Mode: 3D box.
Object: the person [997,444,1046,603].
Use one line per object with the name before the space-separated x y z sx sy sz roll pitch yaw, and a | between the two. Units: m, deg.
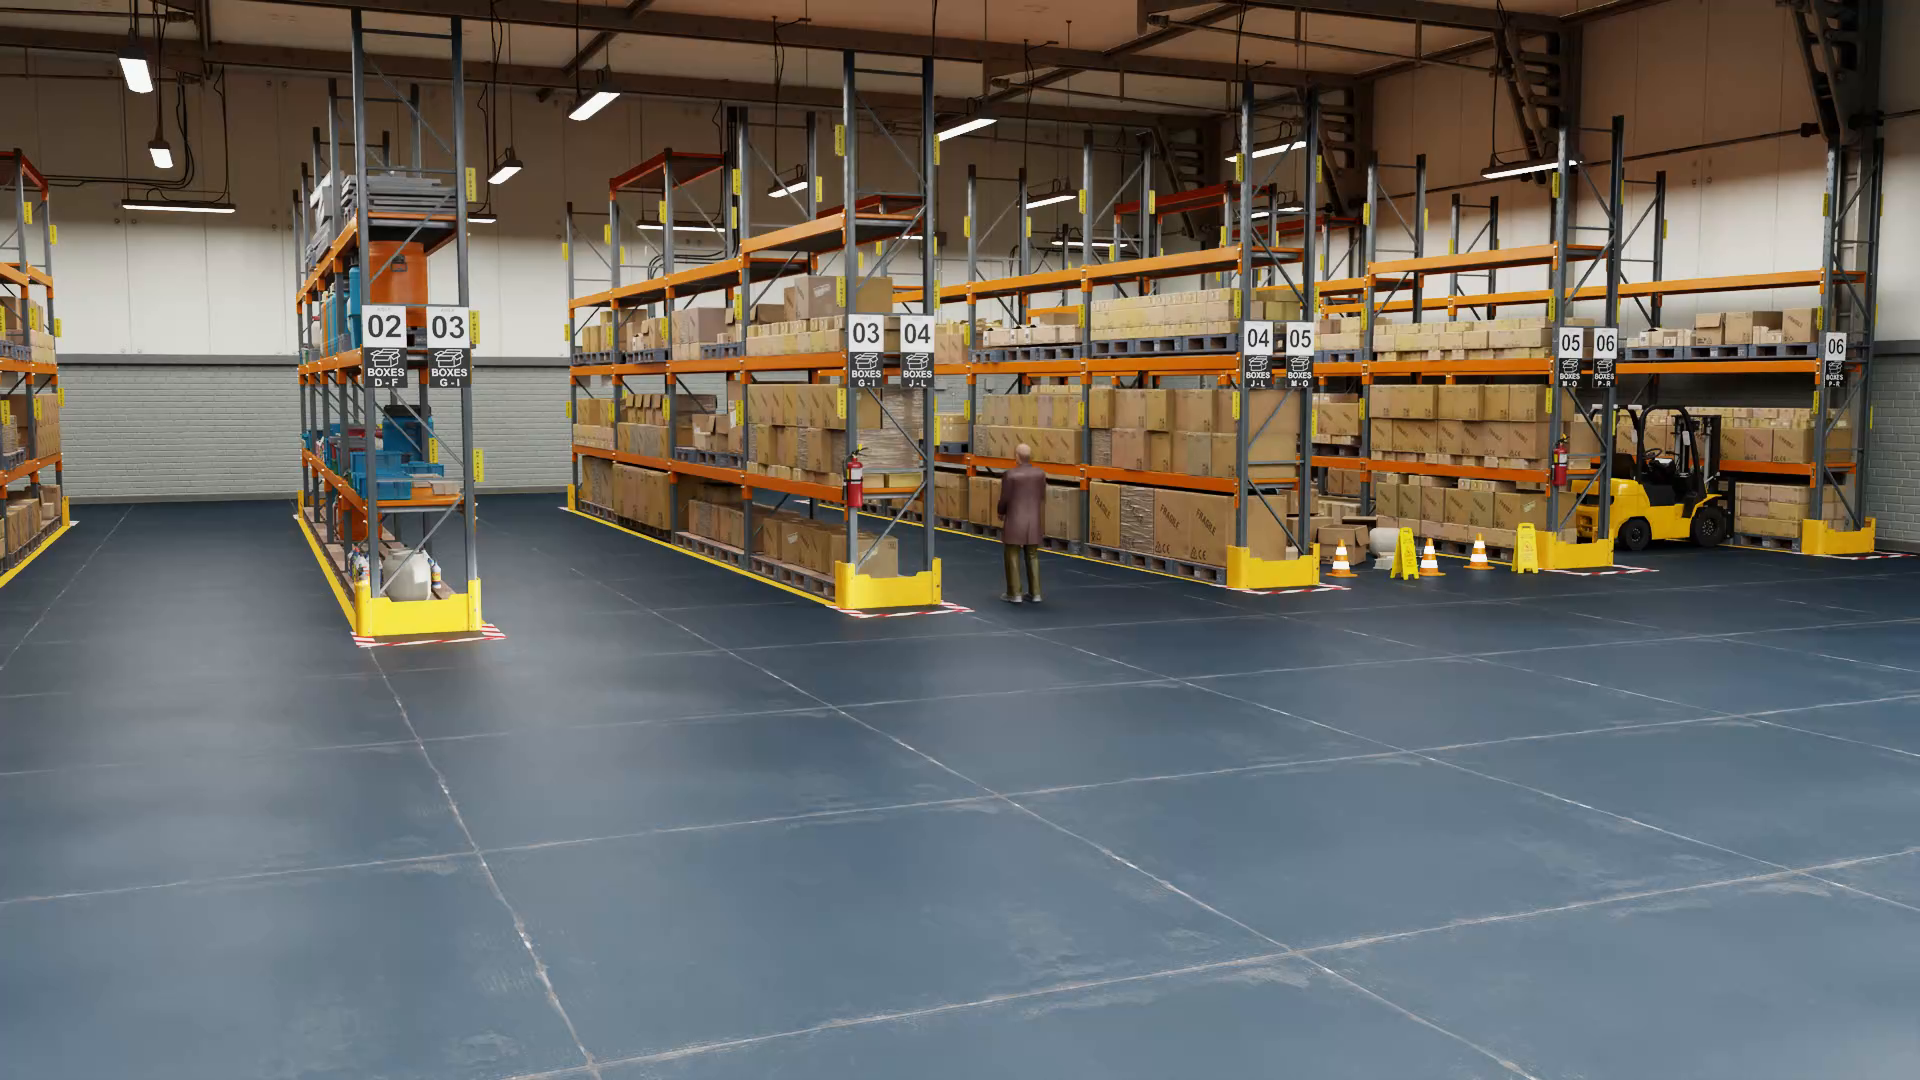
person | 0.666 -0.198 18.800 0.554 1.781 0.527 -2 6 -25
